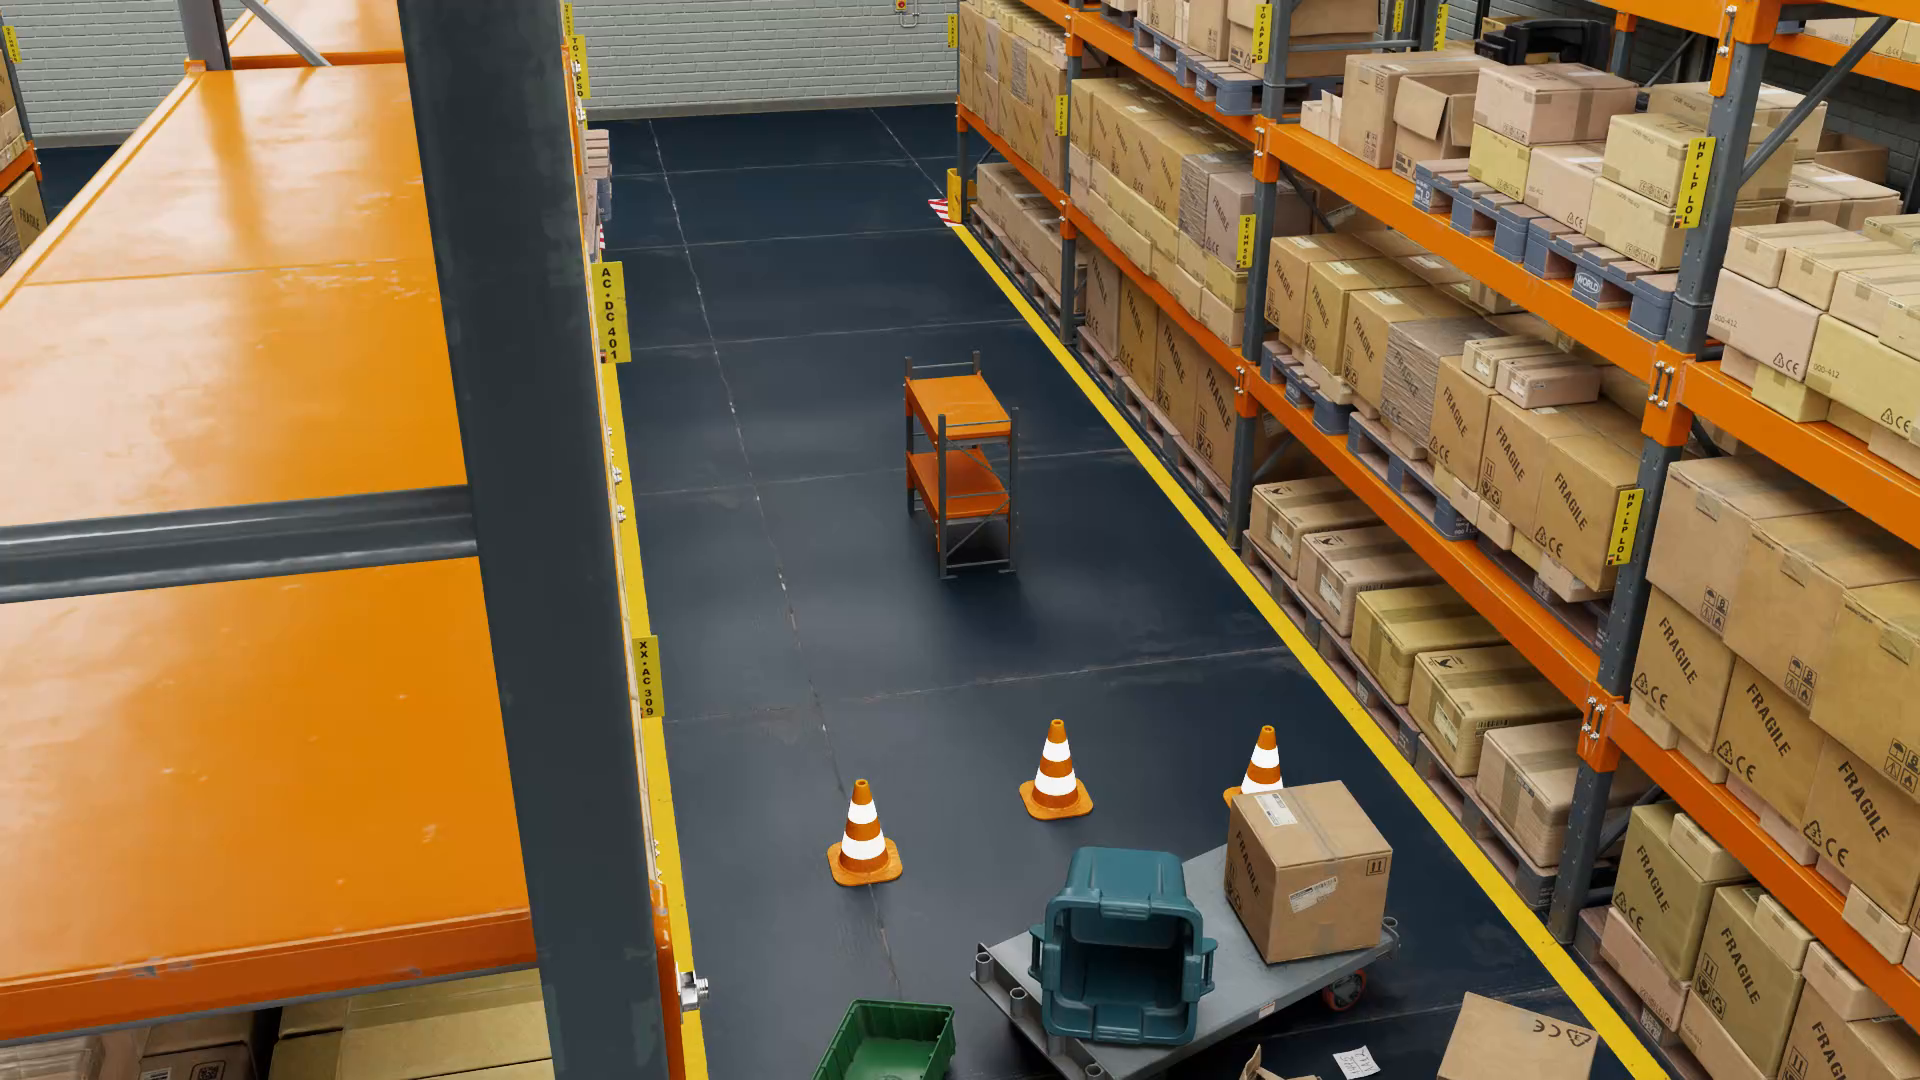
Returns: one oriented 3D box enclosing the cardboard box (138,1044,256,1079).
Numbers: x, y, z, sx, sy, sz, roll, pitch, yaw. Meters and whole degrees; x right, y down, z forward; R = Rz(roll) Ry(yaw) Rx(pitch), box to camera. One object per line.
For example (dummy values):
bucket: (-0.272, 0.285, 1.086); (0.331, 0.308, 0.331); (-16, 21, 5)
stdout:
cardboard box: (-1.110, 0.890, 1.936); (0.500, 0.250, 0.500); (-6, 27, -11)

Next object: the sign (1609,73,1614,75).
sign: (5.677, -3.936, 14.604); (0.100, 0.325, 0.005); (-6, 27, -12)

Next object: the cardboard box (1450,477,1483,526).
cardboard box: (2.590, -0.202, 7.980); (0.380, 0.149, 0.250); (-6, 27, -11)

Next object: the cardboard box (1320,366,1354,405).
cardboard box: (2.252, -0.885, 9.333); (0.380, 0.149, 0.250); (-6, 27, -11)

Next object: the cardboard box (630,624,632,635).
cardboard box: (-1.485, 0.654, 6.360); (0.500, 0.500, 0.500); (-6, 27, -11)

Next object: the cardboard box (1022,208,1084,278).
cardboard box: (1.129, -2.825, 15.742); (0.875, 0.438, 0.875); (-7, 28, -13)

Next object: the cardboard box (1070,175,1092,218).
cardboard box: (1.211, -2.815, 13.511); (0.500, 0.250, 0.500); (-7, 28, -13)

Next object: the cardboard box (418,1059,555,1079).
cardboard box: (-0.492, 0.719, 1.831); (0.380, 0.149, 0.250); (-6, 27, -11)

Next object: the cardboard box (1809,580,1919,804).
cardboard box: (3.240, 0.451, 5.323); (0.700, 0.500, 0.500); (-7, 28, -13)

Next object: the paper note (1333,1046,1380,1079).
paper note: (1.629, 2.141, 6.820); (0.148, 0.019, 0.142); (-6, 27, -12)

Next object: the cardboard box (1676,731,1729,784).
cardboard box: (3.037, 0.799, 6.464); (0.380, 0.149, 0.250); (-5, 27, -10)

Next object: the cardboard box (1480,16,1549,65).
cardboard box: (5.480, -4.879, 16.439); (0.500, 0.500, 0.500); (-5, 27, -10)

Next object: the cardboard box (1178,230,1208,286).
cardboard box: (1.794, -1.914, 11.171); (0.500, 0.250, 0.500); (-7, 28, -13)

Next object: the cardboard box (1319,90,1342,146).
cardboard box: (2.233, -2.357, 9.258); (0.396, 0.266, 0.258); (-6, 27, -12)

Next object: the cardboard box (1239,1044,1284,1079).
cardboard box: (1.264, 2.206, 6.431); (0.396, 0.266, 0.258); (19, 32, 32)

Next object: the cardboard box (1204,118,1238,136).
cardboard box: (2.064, -2.746, 11.987); (0.500, 0.500, 0.500); (-6, 27, -11)

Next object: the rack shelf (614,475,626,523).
rack shelf: (-1.178, 0.817, 3.618); (1.077, 0.370, 4.000); (-6, 27, -12)

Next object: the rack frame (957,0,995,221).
rack frame: (0.467, -4.858, 17.392); (1.000, 3.000, 0.127); (-6, 27, -12)

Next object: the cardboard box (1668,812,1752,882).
cardboard box: (3.011, 1.173, 6.477); (0.380, 0.149, 0.250); (-6, 27, -11)

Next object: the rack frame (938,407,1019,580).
rack frame: (0.113, -0.282, 10.407); (0.500, 1.125, 0.032); (-6, 27, -12)

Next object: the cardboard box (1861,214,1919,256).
cardboard box: (3.456, -1.056, 5.925); (0.380, 0.149, 0.250); (-5, 27, -11)

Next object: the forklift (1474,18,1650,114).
forklift: (4.404, -2.198, 12.198); (1.130, 2.935, 3.031); (-8, 28, -15)

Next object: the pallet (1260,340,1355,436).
pallet: (2.534, -0.958, 9.879); (1.213, 0.211, 1.003); (-6, 27, -12)

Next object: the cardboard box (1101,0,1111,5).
cardboard box: (1.285, -4.257, 12.295); (0.500, 0.500, 0.500); (-6, 27, -13)

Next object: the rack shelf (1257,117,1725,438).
rack shelf: (2.721, -1.486, 8.181); (1.077, 0.370, 4.000); (-6, 27, -12)

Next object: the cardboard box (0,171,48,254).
cardboard box: (-8.966, -2.818, 15.242); (0.875, 0.875, 0.875); (-6, 27, -12)

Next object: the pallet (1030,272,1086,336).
pallet: (1.273, -2.199, 15.219); (1.003, 0.211, 1.213); (-6, 27, -12)

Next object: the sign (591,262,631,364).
sign: (-1.088, -0.705, 5.174); (0.100, 0.325, 0.005); (-6, 27, -12)

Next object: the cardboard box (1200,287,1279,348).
cardboard box: (1.903, -1.475, 10.856); (0.500, 0.250, 0.500); (-7, 28, -13)

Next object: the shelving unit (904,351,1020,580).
shelving unit: (-0.002, -0.505, 10.849); (0.538, 1.125, 1.048); (-6, 27, -12)

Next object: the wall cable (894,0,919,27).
wall cable: (-0.826, -7.799, 22.056); (0.585, 1.953, 0.123); (-6, 27, -12)

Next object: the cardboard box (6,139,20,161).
cardboard box: (-8.727, -3.503, 14.986); (0.380, 0.149, 0.250); (-6, 27, -11)

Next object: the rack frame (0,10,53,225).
rack frame: (-9.188, -3.852, 15.399); (1.000, 3.000, 0.127); (-6, 27, -12)

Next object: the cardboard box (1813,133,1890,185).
cardboard box: (6.557, -2.783, 12.701); (0.797, 0.503, 0.637); (-7, 28, -13)

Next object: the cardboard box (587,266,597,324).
cardboard box: (-1.179, -0.619, 4.481); (0.380, 0.149, 0.250); (-6, 27, -12)

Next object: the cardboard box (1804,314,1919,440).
cardboard box: (3.129, -0.548, 5.362); (0.500, 0.250, 0.500); (-6, 27, -12)

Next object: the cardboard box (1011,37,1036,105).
cardboard box: (0.763, -4.218, 14.904); (0.500, 0.500, 0.500); (-6, 27, -11)

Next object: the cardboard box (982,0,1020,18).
cardboard box: (0.430, -5.107, 15.946); (0.380, 0.149, 0.250); (-7, 28, -13)

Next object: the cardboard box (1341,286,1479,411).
cardboard box: (2.396, -1.029, 8.900); (0.500, 0.500, 0.500); (-5, 27, -11)

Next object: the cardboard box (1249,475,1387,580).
cardboard box: (2.388, -0.111, 10.438); (0.950, 0.372, 0.625); (-8, 28, -15)

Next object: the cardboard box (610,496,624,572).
cardboard box: (-0.835, 0.049, 3.159); (0.380, 0.149, 0.250); (-6, 27, -11)

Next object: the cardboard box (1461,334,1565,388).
cardboard box: (2.595, -0.843, 7.811); (0.380, 0.149, 0.250); (-7, 28, -14)

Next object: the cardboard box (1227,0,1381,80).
cardboard box: (2.038, -3.069, 9.938); (0.797, 0.503, 0.637); (-8, 28, -15)

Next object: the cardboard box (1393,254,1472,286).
cardboard box: (2.770, -1.314, 9.463); (0.500, 0.500, 0.500); (-6, 27, -12)

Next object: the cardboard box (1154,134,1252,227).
cardboard box: (1.670, -2.481, 11.461); (0.500, 0.500, 0.500); (-6, 27, -12)

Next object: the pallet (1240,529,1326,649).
pallet: (2.445, 0.242, 10.383); (1.003, 0.211, 1.213); (-6, 27, -12)

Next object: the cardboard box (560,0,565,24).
cardboard box: (-3.279, -4.057, 12.643); (0.500, 0.250, 0.500); (-5, 27, -9)

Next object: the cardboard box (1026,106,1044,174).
cardboard box: (0.894, -3.550, 14.689); (0.500, 0.500, 0.500); (-7, 28, -13)

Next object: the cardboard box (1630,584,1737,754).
cardboard box: (2.999, 0.454, 6.427); (0.500, 0.500, 0.500); (-6, 27, -12)

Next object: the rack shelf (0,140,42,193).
rack shelf: (-8.737, -2.653, 13.821); (1.077, 0.370, 4.000); (-6, 27, -12)

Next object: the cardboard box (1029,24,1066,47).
cardboard box: (0.823, -4.438, 14.620); (0.380, 0.149, 0.250); (-6, 27, -12)
